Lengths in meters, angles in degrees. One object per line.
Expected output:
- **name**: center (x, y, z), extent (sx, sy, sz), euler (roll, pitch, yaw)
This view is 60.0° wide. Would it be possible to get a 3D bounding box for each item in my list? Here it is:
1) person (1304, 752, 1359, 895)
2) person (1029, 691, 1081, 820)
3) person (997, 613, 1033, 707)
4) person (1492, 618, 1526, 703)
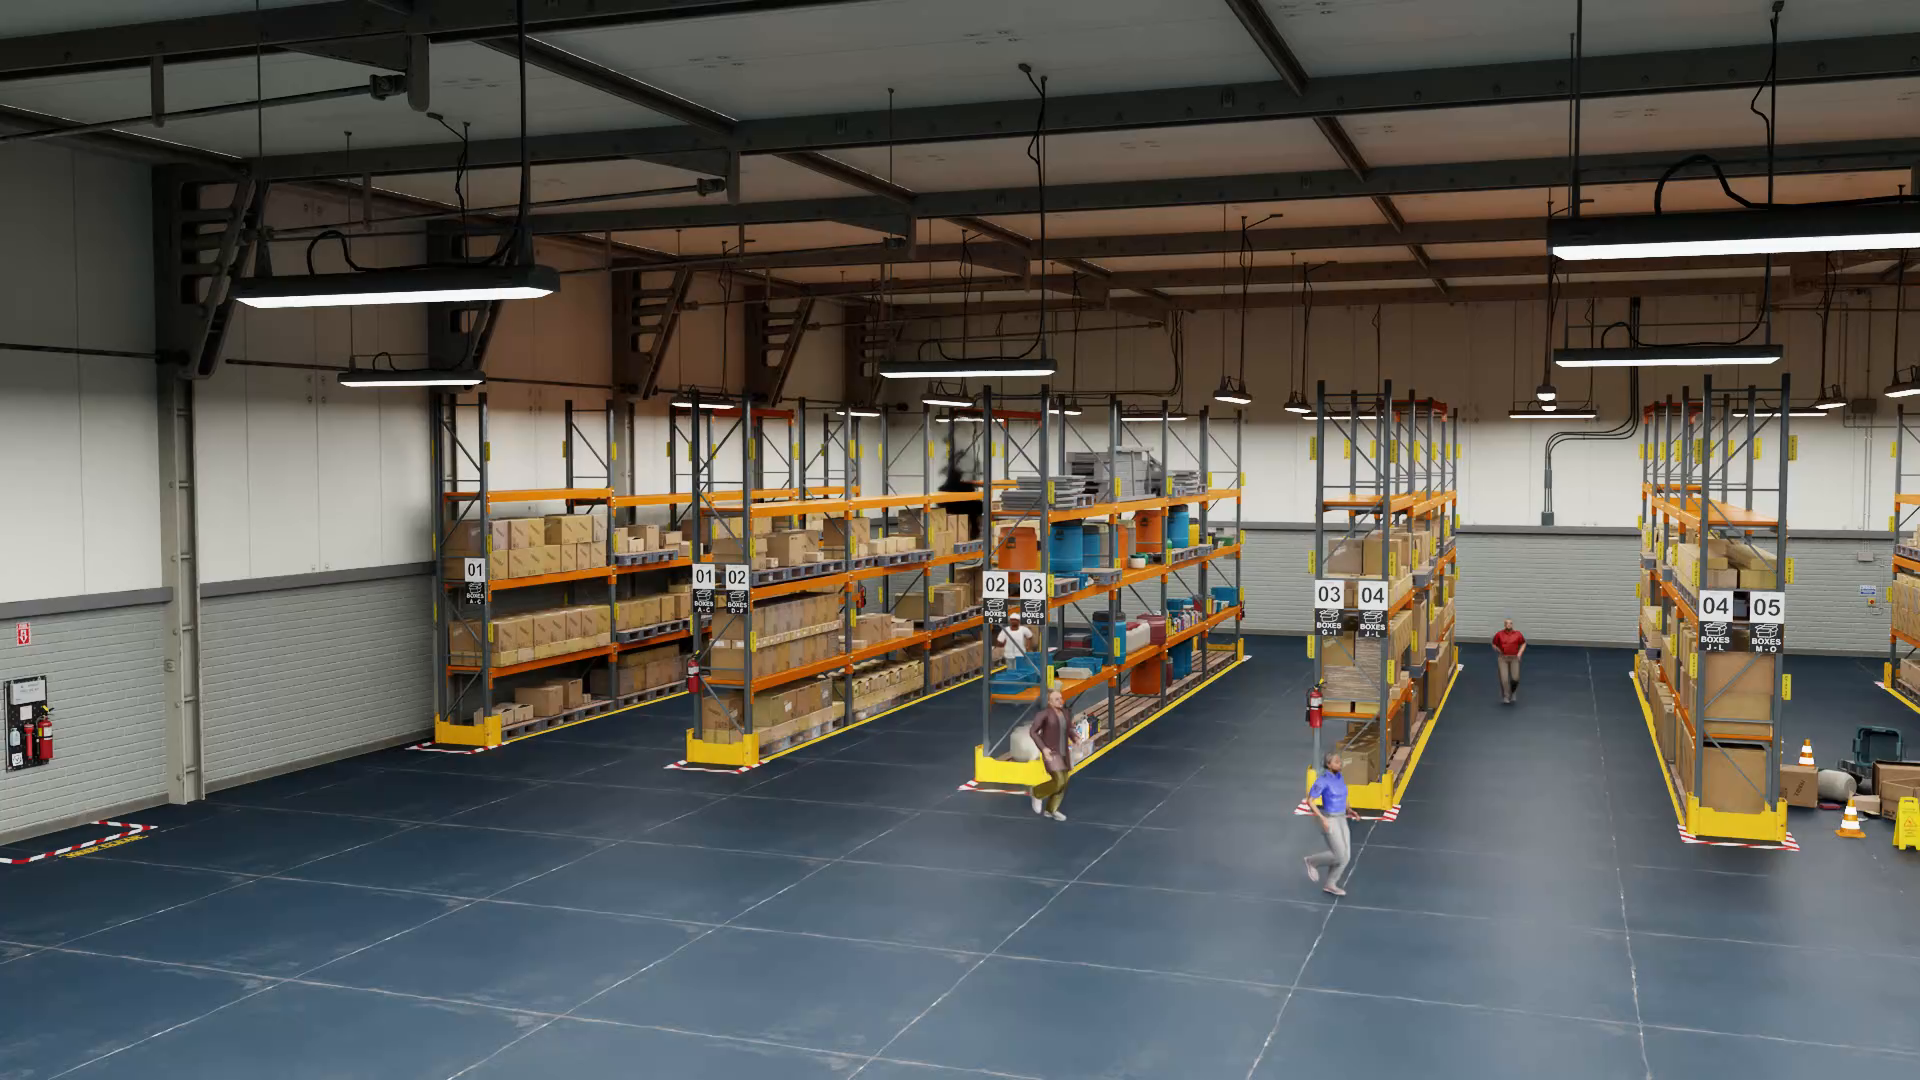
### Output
- **person**: center (4.215, 3.204, 18.814), extent (0.588, 1.595, 0.563), euler (-3, 4, -43)
- **person**: center (1.313, 2.928, 22.662), extent (0.700, 1.747, 0.673), euler (-3, 4, -41)
- **person**: center (1.074, 2.345, 32.994), extent (0.683, 1.808, 0.845), euler (1, 3, 11)
- **person**: center (10.870, 2.400, 32.925), extent (0.652, 1.680, 0.587), euler (1, 3, 16)
